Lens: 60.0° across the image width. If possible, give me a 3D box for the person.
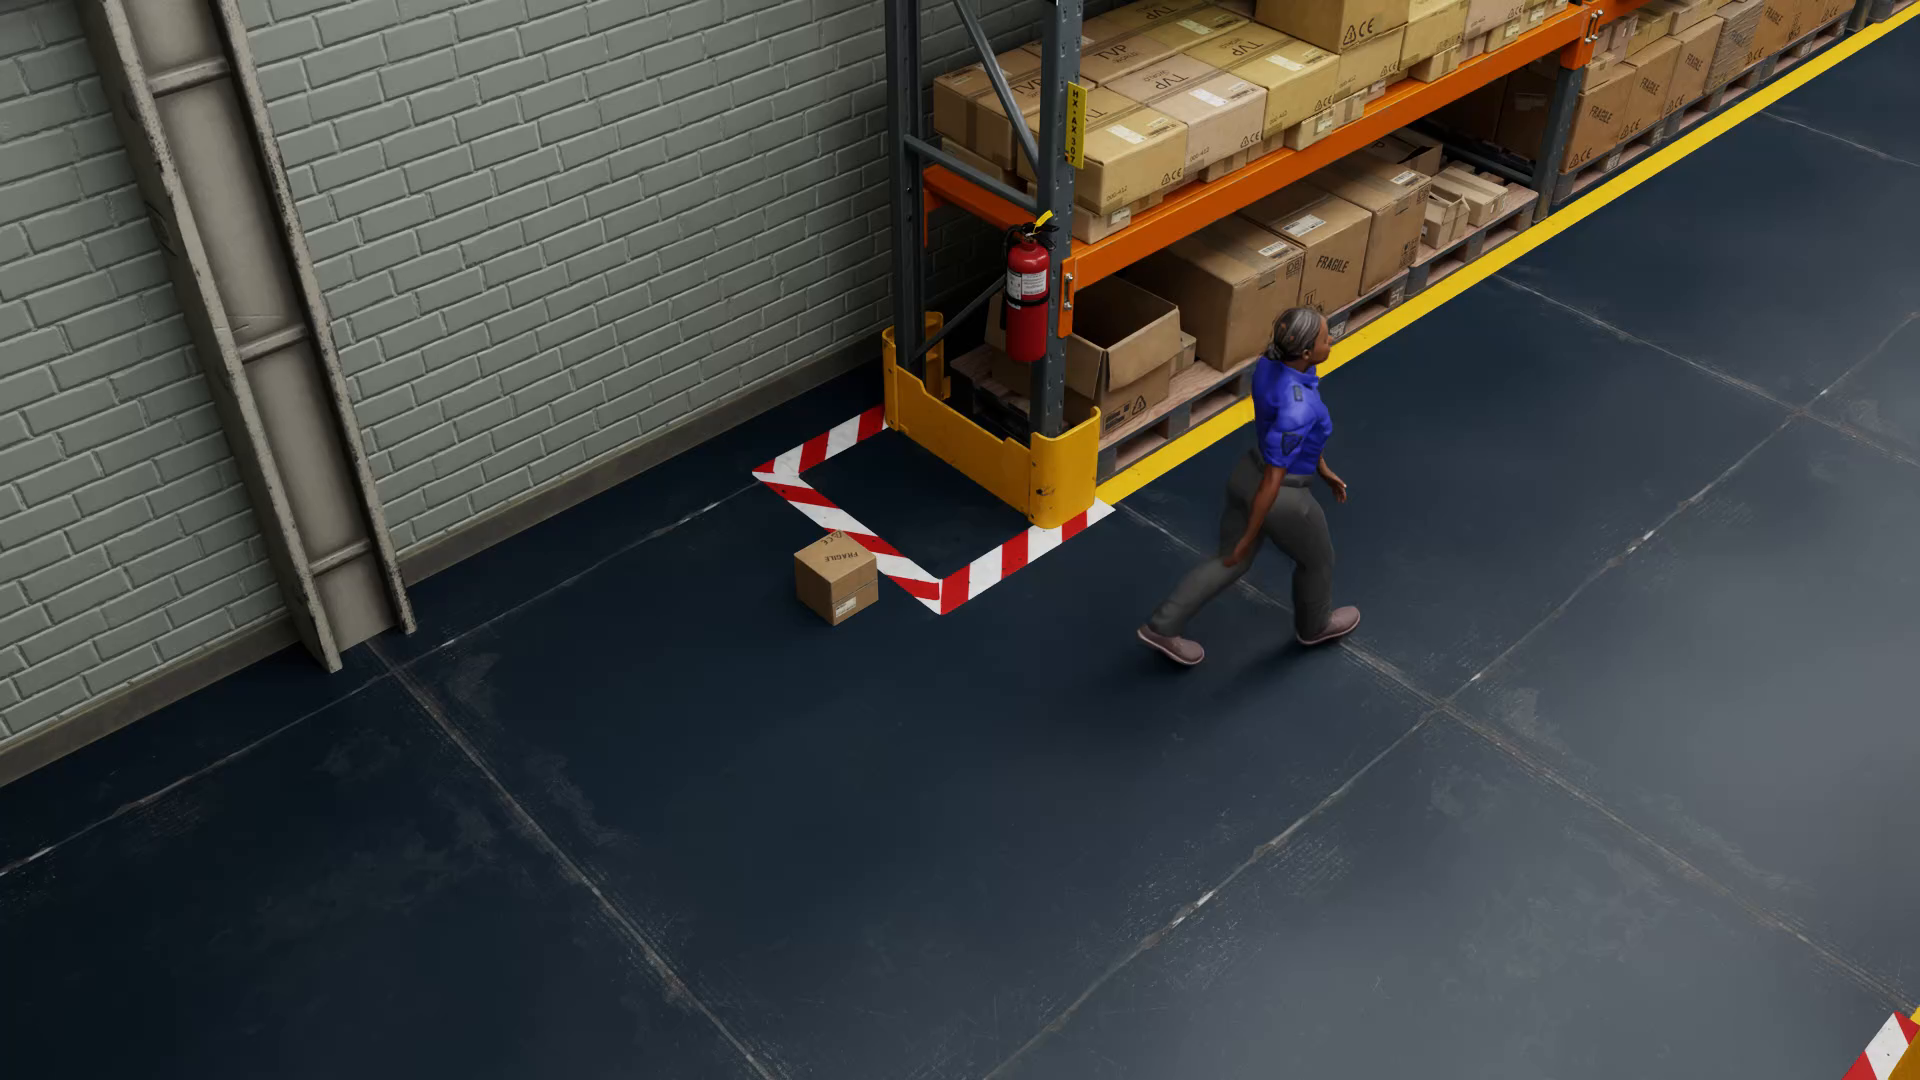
[{"bbox_3d":[1.199,-0.176,6.380,0.981,1.597,0.482,-11,41,-12],"label":"person"}]
